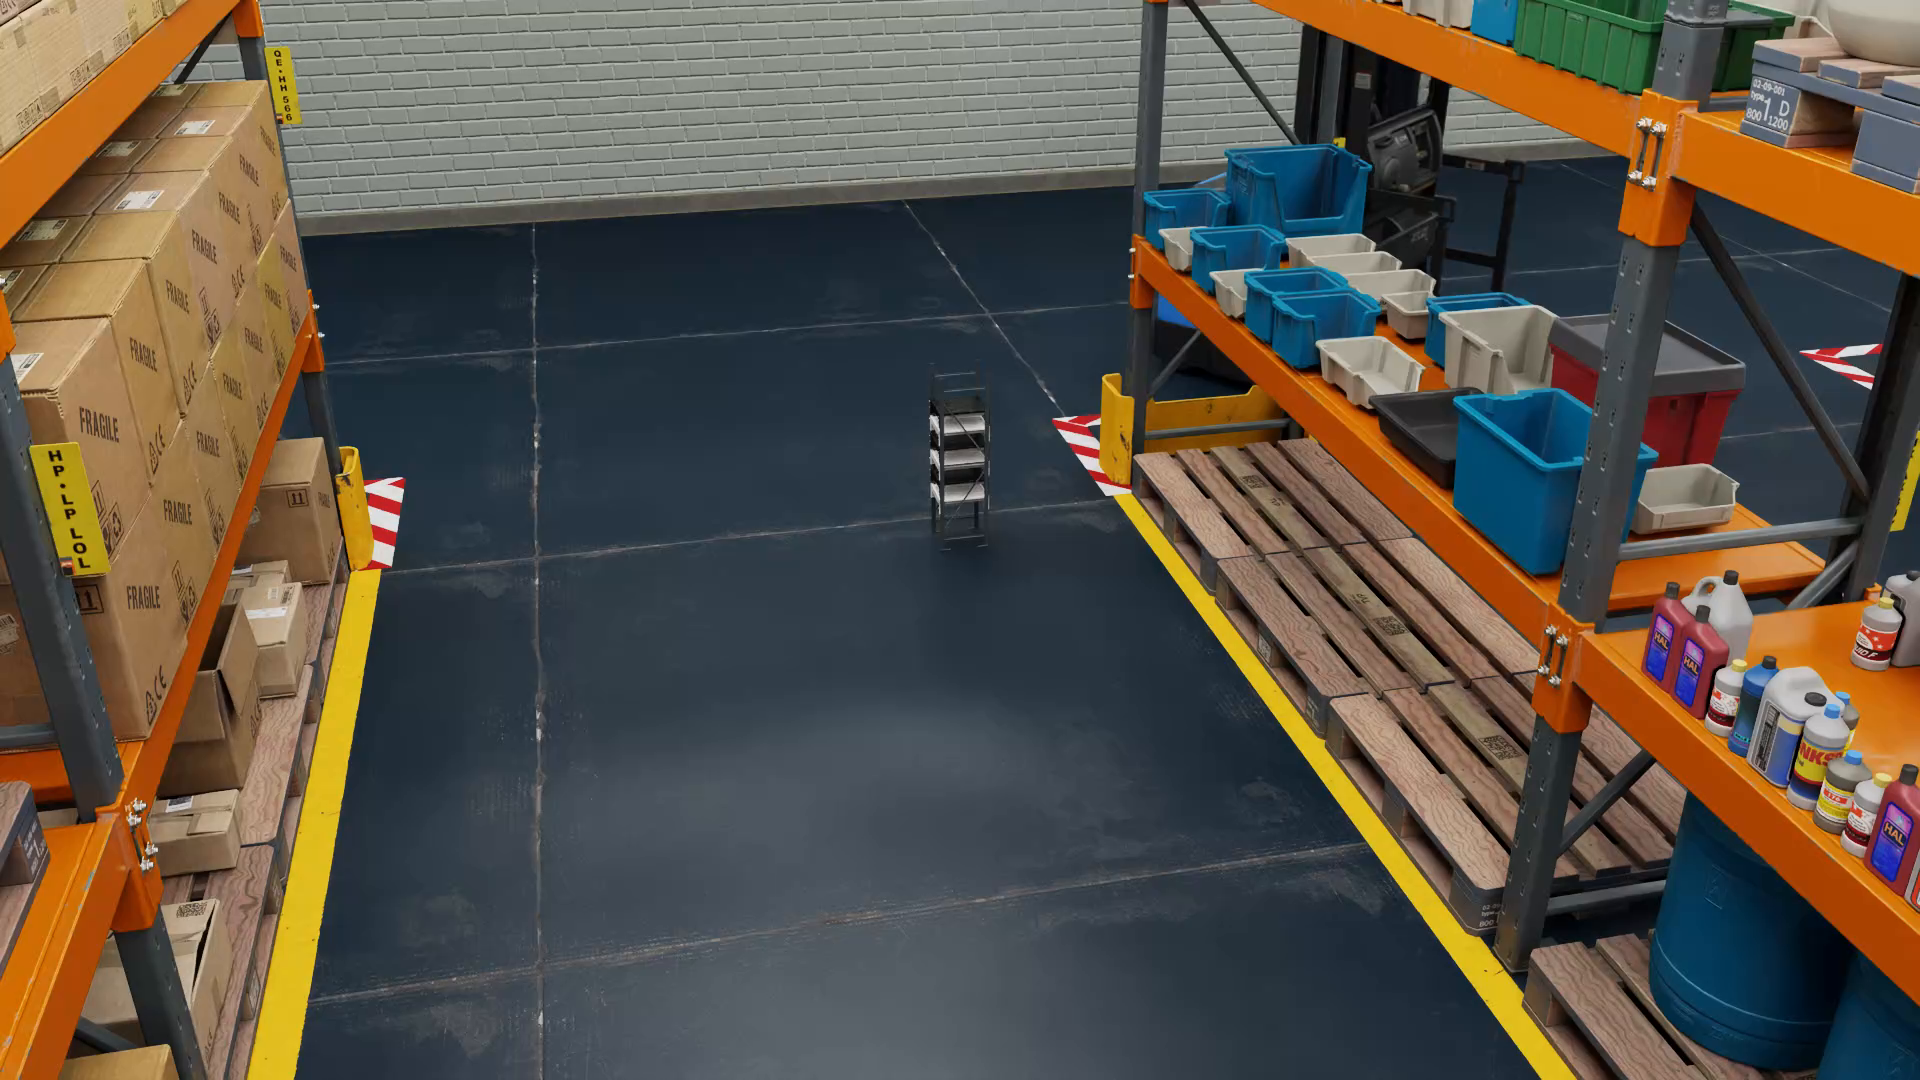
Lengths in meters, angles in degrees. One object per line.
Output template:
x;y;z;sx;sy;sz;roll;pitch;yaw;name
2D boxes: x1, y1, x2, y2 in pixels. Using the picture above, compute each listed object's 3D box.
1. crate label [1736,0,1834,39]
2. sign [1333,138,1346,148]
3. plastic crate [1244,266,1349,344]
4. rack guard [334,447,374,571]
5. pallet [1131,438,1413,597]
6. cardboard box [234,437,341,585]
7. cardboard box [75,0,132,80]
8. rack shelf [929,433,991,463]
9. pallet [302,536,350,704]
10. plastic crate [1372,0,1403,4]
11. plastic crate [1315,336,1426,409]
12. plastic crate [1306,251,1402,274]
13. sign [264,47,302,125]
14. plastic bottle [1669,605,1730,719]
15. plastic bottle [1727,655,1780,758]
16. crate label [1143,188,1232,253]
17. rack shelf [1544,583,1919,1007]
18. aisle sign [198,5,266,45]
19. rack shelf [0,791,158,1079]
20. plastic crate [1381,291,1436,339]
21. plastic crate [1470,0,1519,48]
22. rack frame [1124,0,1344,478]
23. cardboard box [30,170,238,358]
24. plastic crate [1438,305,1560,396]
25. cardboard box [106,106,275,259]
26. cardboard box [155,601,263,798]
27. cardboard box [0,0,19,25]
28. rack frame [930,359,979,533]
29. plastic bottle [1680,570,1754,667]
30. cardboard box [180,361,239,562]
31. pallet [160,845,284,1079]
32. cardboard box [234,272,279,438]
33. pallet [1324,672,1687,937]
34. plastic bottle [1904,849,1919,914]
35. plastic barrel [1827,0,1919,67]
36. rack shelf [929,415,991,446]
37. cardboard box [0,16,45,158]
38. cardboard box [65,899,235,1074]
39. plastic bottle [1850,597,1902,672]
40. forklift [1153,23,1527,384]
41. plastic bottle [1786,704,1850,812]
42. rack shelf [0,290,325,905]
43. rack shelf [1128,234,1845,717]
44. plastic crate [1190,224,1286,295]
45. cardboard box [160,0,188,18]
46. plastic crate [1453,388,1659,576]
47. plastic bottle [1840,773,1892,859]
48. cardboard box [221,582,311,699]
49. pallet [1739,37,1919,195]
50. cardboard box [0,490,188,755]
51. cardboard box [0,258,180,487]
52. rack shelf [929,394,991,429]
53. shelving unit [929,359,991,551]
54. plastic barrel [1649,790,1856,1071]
2.443;-1.459;4.776;0.293;0.136;0.466;-6;27;-12;crate label
1.902;-1.885;8.475;0.100;0.325;0.005;-6;27;-12;sign
1.402;-0.982;6.986;0.416;0.233;0.300;-6;27;-12;plastic crate
-3.440;-0.099;7.891;1.175;0.500;0.348;-6;27;-12;rack guard
1.518;-0.139;8.291;1.003;0.211;1.213;-6;27;-12;pallet
-3.094;-0.115;7.435;0.500;0.500;0.500;-6;27;-12;cardboard box
-2.644;-1.443;4.617;0.500;0.250;0.500;-6;27;-12;cardboard box
-0.002;-0.456;8.029;0.258;0.077;0.200;-6;27;-12;rack shelf
-3.259;0.380;7.263;1.003;0.211;1.213;-6;27;-12;pallet
1.569;-2.032;5.748;0.437;0.282;0.530;-6;27;-12;plastic crate
1.586;-0.637;6.408;0.293;0.136;0.466;-6;27;-12;plastic crate
1.782;-1.190;7.506;0.396;0.136;0.243;-6;27;-12;plastic crate
-2.911;-1.954;7.156;0.100;0.325;0.005;-6;27;-12;sign
1.969;0.321;4.414;0.061;0.283;0.133;-6;27;-12;plastic bottle
2.034;0.418;4.235;0.097;0.271;0.097;0;27;0;plastic bottle
1.105;-1.560;8.131;0.416;0.233;0.303;-6;27;-12;crate label
2.722;1.206;3.331;1.077;0.370;4.000;-6;27;-12;rack shelf
-3.174;-2.470;6.929;0.394;0.787;0.004;-6;27;-12;aisle sign
-2.104;1.707;2.338;1.077;0.370;4.000;-6;27;-12;rack shelf
1.953;-0.943;7.014;0.298;0.136;0.250;-6;27;-12;plastic crate
1.755;-1.625;4.998;0.416;0.233;0.300;-6;27;-12;plastic crate
1.370;-1.750;8.387;1.000;3.000;0.127;-6;27;-12;rack frame
-2.737;-0.898;5.479;0.500;0.500;0.500;-5;27;-10;cardboard box
2.107;-0.657;6.287;0.437;0.282;0.530;-6;27;-12;plastic crate
-2.974;-1.350;6.375;0.500;0.500;0.500;-5;27;-10;cardboard box
-2.984;0.602;6.012;0.797;0.503;0.637;-6;27;-12;cardboard box
-2.423;-1.226;3.633;0.500;0.250;0.500;-6;27;-12;cardboard box
-0.025;-0.450;8.143;0.240;0.900;0.006;-6;27;-12;rack frame
2.044;0.234;4.513;0.144;0.351;0.185;-6;27;-12;plastic bottle
-2.634;-0.233;5.271;0.500;0.500;0.500;-6;27;-12;cardboard box
-2.709;1.451;5.141;1.003;0.211;1.213;-6;27;-12;pallet
-2.863;-0.677;6.151;0.500;0.500;0.500;-6;27;-11;cardboard box
2.068;0.932;6.168;1.003;0.211;1.213;-6;27;-12;pallet
2.213;0.710;3.652;0.152;0.276;0.135;-6;27;-12;plastic bottle
2.146;-1.324;3.599;0.433;0.535;0.433;0;27;0;plastic barrel
-0.002;-0.536;7.988;0.258;0.077;0.200;-6;27;-12;rack shelf
-2.424;-1.003;3.746;0.500;0.250;0.500;-6;27;-12;cardboard box
-2.439;1.305;4.830;0.500;0.311;0.500;-6;27;-12;cardboard box
2.558;0.256;4.634;0.097;0.201;0.097;0;27;0;plastic bottle
2.680;-2.170;9.297;3.031;2.935;1.130;19;33;33;forklift
2.087;0.520;4.034;0.097;0.271;0.097;0;27;0;plastic bottle
-3.006;-0.049;5.817;1.077;0.370;4.000;-6;27;-12;rack shelf
1.821;-0.550;6.810;1.077;0.370;4.000;-6;27;-12;rack shelf
1.253;-1.271;7.558;0.416;0.233;0.300;-6;27;-12;plastic crate
-2.857;-1.883;5.489;0.500;0.250;0.500;-6;27;-12;cardboard box
1.834;-0.184;5.236;0.392;0.384;0.575;-6;27;-12;plastic crate
2.131;0.637;3.880;0.097;0.201;0.097;0;27;0;plastic bottle
-2.909;0.417;6.659;0.500;0.250;0.500;-6;27;-12;cardboard box
2.543;-0.914;3.613;1.213;0.211;1.003;-6;27;-12;pallet
-2.405;0.212;4.391;0.500;0.500;0.500;-5;27;-10;cardboard box
-2.504;-0.445;4.582;0.500;0.500;0.500;-7;28;-13;cardboard box
-0.002;-0.617;7.948;0.258;0.077;0.200;-6;27;-12;rack shelf
-0.002;-0.405;8.054;0.258;0.900;0.210;-6;27;-12;shelving unit
2.378;0.996;4.810;0.600;0.901;0.708;-6;27;-12;plastic barrel
